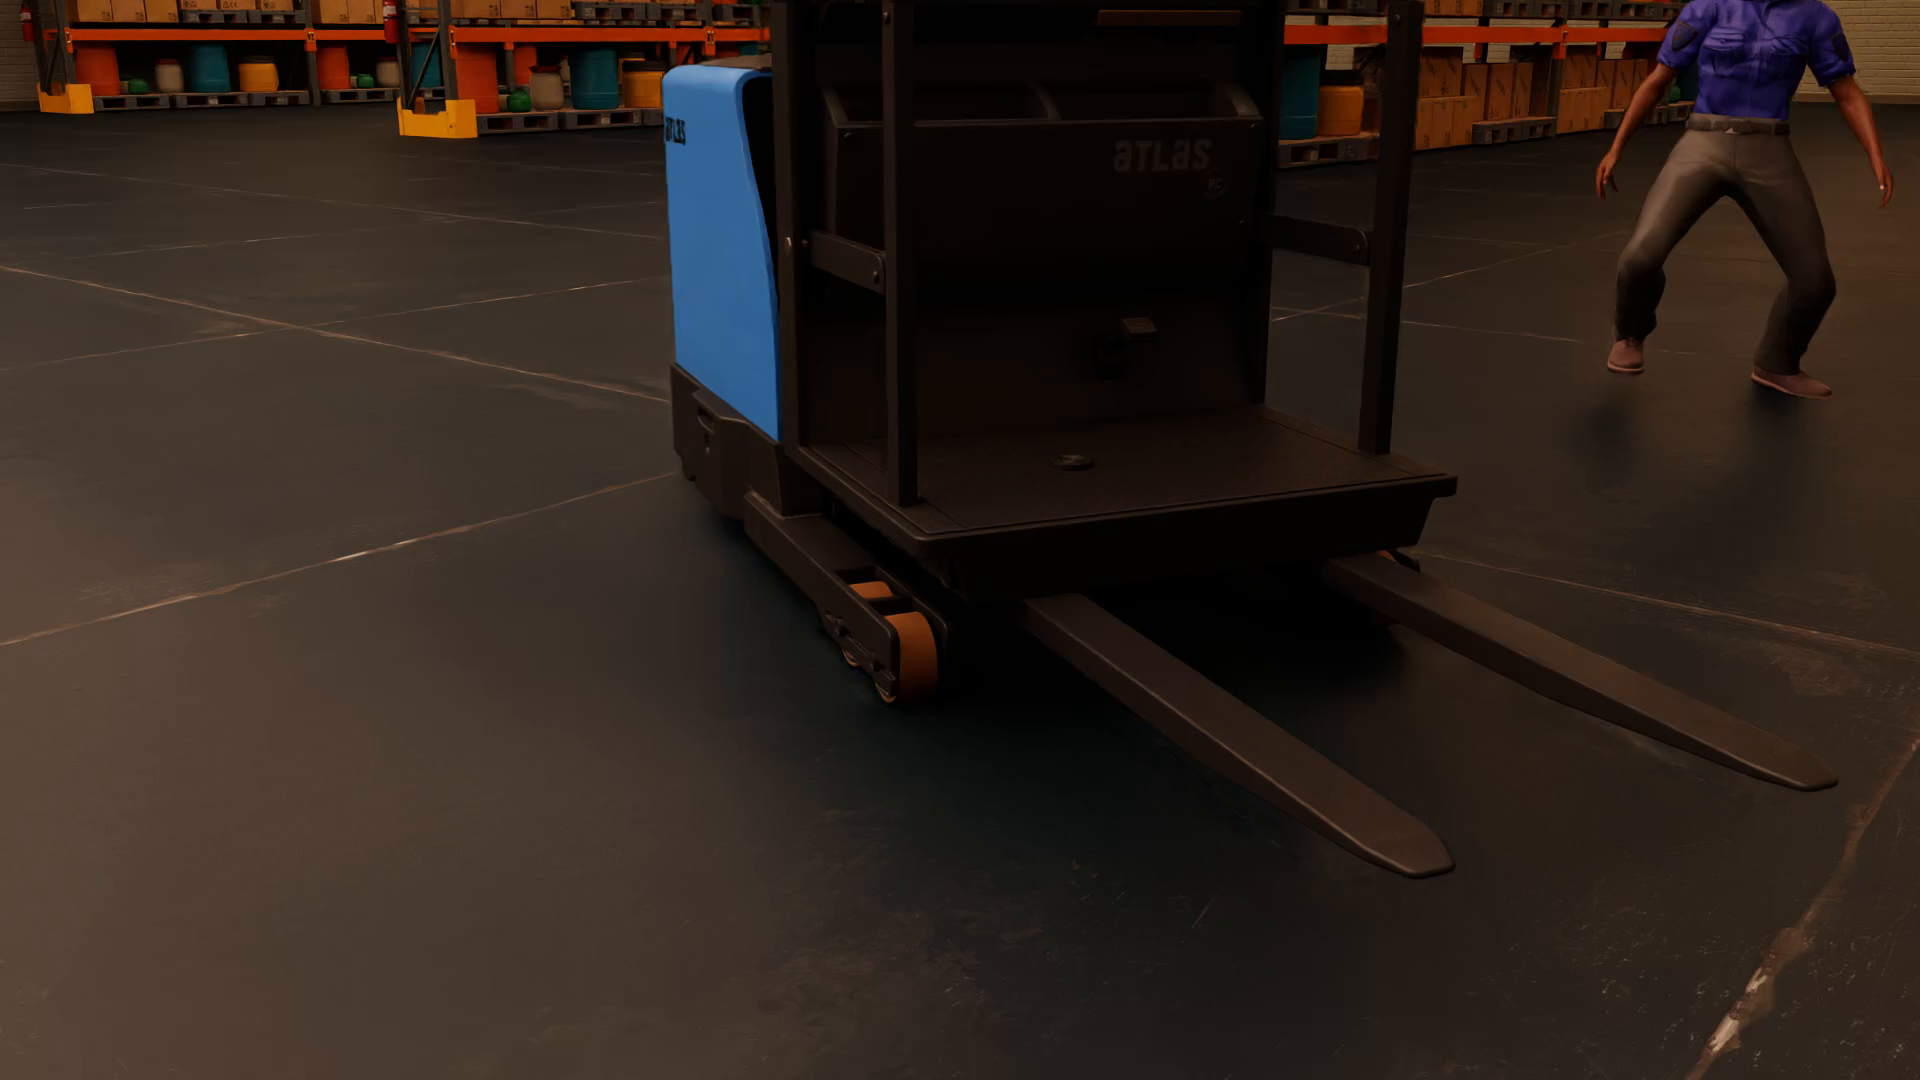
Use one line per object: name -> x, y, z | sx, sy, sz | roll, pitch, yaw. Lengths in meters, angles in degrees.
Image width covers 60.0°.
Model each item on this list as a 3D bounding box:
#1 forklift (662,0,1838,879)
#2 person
forklift -> 0.255, -1.248, 3.006 | 1.130, 2.935, 3.031 | -7, 18, -21
person -> 2.489, -1.209, 5.302 | 0.850, 1.556, 0.581 | 6, 18, 19
